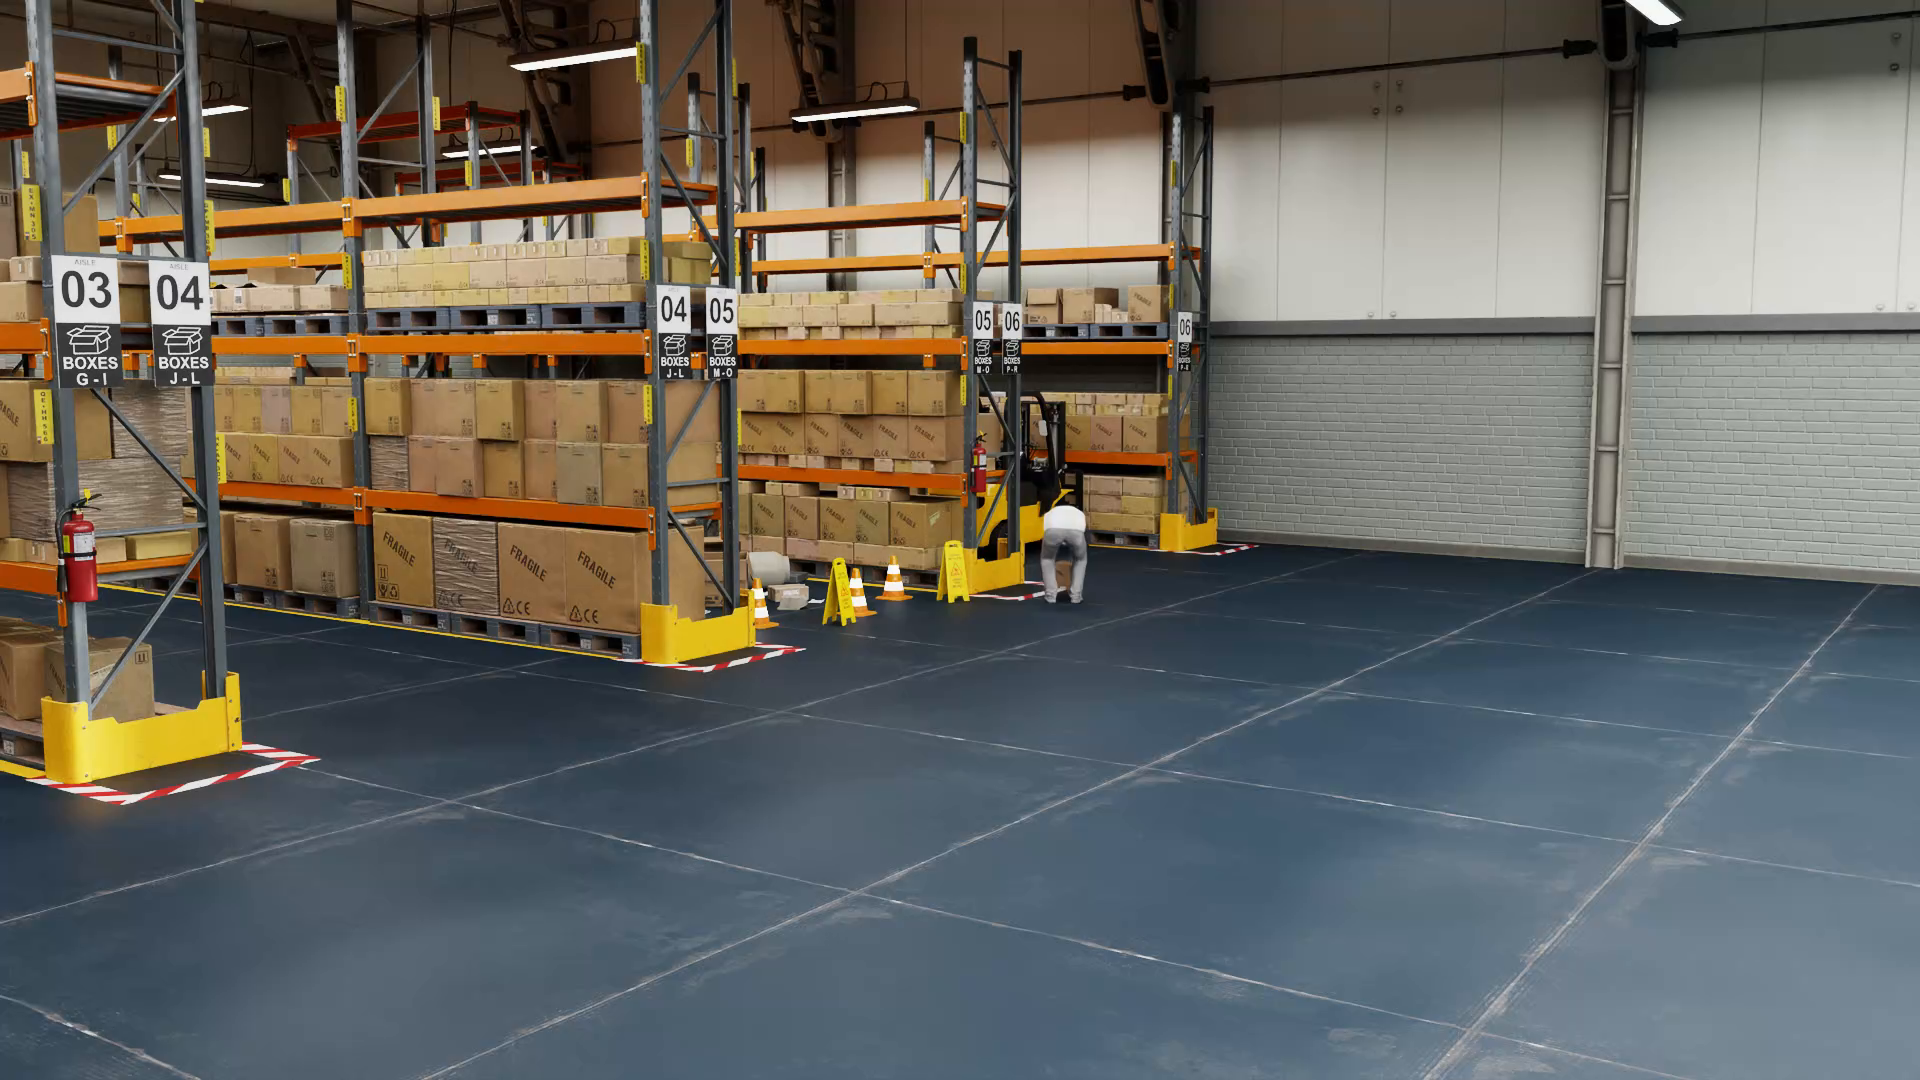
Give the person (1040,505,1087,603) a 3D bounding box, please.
[{"bbox_3d":[1.119,0.124,17.933,0.499,1.029,1.002,0,6,4],"label":"person"}]
